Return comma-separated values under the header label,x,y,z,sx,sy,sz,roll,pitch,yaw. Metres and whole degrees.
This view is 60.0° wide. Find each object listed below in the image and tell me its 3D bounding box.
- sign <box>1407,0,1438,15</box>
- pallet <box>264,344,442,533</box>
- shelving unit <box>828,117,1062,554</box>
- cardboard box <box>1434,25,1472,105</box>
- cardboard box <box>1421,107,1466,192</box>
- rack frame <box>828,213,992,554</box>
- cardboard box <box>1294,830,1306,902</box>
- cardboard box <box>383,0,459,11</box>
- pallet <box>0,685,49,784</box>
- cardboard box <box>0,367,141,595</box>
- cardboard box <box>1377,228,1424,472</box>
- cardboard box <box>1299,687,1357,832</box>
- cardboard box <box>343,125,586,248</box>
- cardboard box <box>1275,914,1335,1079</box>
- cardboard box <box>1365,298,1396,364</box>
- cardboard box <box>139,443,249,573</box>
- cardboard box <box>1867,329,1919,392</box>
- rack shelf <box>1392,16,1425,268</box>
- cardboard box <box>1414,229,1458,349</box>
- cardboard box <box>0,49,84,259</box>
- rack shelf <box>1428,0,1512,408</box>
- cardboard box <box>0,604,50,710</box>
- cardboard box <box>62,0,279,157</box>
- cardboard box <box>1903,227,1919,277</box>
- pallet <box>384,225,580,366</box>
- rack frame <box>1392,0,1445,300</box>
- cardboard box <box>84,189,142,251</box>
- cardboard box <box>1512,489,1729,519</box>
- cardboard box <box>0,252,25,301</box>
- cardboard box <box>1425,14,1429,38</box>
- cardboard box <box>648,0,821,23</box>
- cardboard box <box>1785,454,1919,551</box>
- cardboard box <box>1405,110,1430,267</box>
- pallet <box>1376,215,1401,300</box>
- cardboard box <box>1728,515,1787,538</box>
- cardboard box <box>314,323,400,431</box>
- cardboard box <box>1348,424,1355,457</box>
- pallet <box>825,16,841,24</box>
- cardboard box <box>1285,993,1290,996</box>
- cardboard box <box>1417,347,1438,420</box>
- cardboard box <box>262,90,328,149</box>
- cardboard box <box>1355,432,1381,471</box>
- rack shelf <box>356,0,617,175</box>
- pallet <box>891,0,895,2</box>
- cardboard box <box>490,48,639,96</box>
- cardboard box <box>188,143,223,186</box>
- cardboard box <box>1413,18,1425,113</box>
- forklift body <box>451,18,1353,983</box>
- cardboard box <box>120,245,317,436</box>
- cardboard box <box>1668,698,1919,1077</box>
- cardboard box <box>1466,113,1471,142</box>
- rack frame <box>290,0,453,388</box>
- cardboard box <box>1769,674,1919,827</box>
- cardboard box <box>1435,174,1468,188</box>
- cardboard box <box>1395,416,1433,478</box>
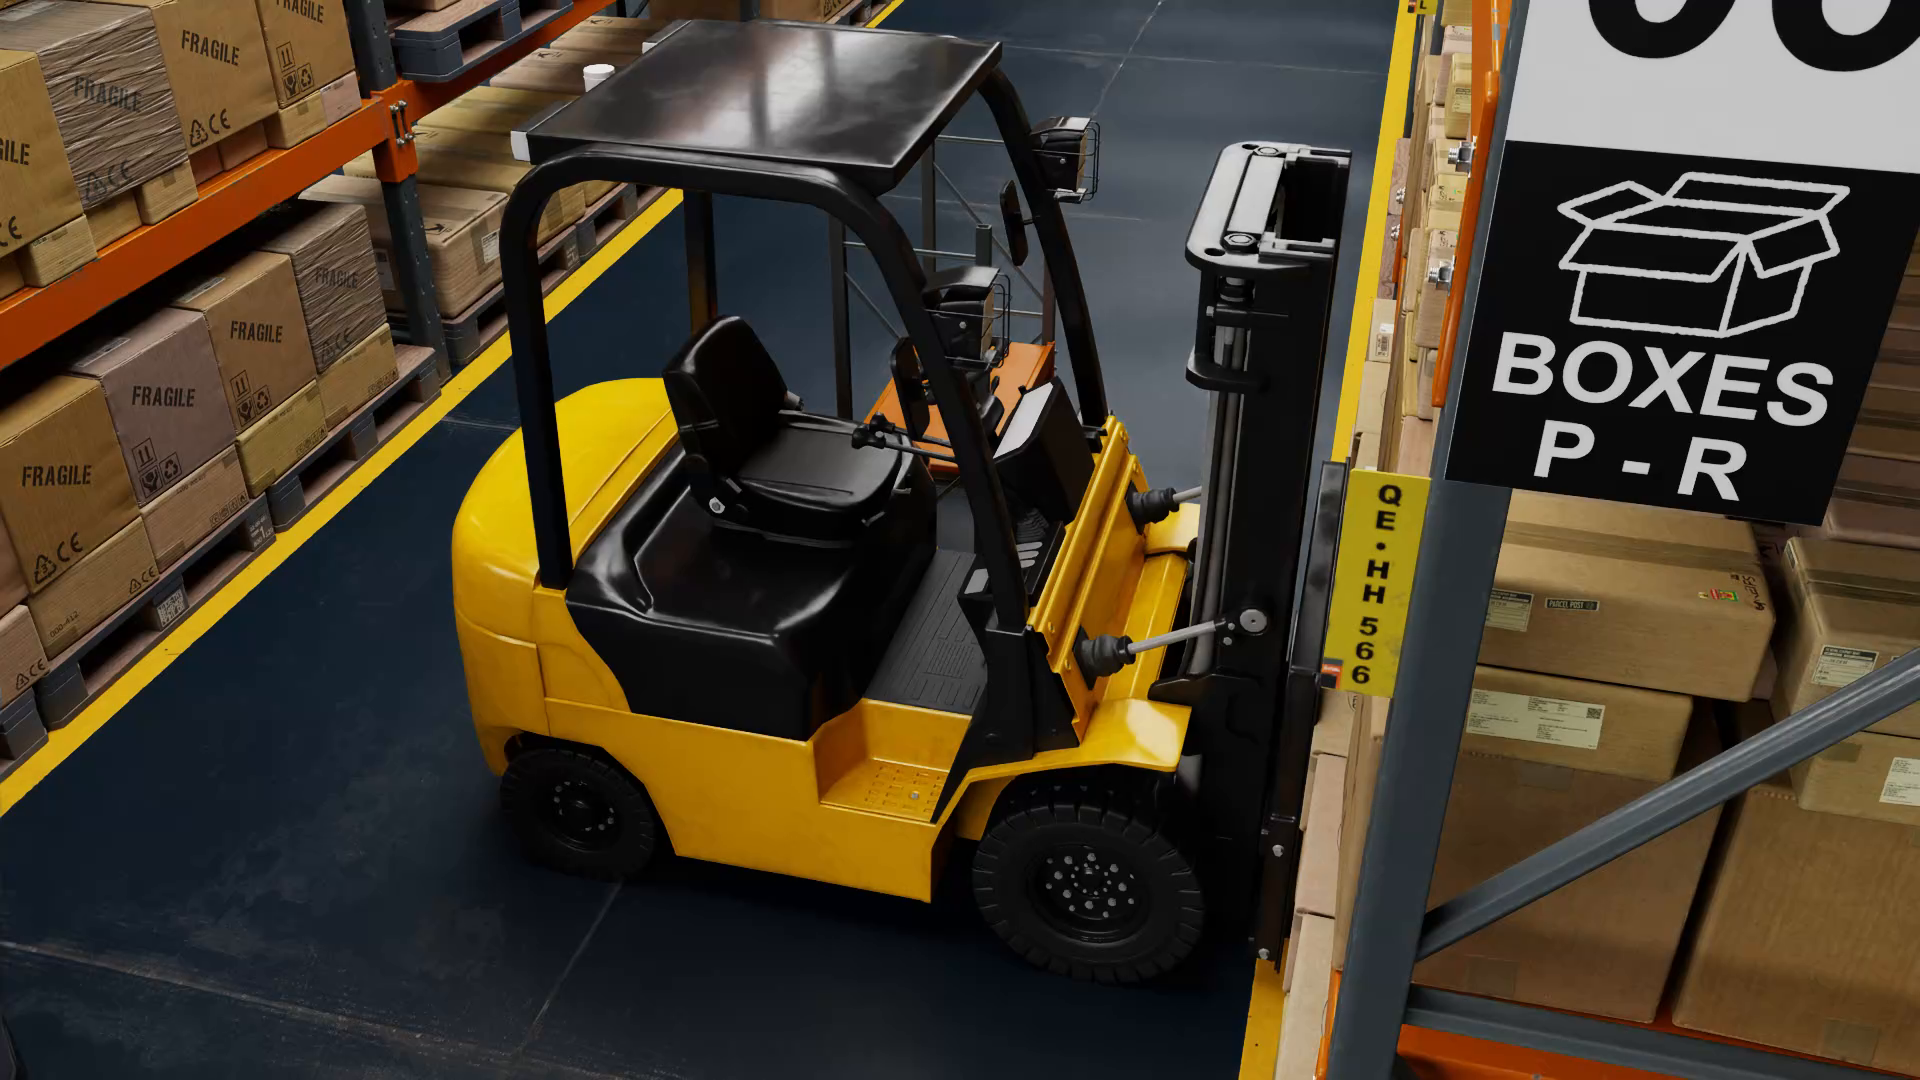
label,x,y,z,sx,sy,sz,roll,pitch,yaw
sign,1.524,-1.871,5.391,0.100,0.325,0.005,8,33,12
pallet,-2.887,-0.490,6.825,1.003,0.211,1.213,8,33,12
shelving unit,-0.019,-0.593,5.785,0.587,1.500,1.083,8,33,12
cardboard box,1.484,-1.262,4.464,0.380,0.149,0.250,9,33,13
cardboard box,1.410,-1.006,4.338,0.380,0.149,0.250,8,33,12
rack frame,-0.151,-0.325,5.363,0.500,1.500,0.032,8,33,12
cardboard box,1.106,0.676,4.096,0.500,0.250,0.500,7,33,11
cardboard box,-2.305,-2.336,6.971,0.380,0.149,0.250,8,33,13
pallet,-3.506,0.776,4.833,1.003,0.211,1.213,8,33,12
cardboard box,-3.025,-0.203,5.245,0.500,0.500,0.500,9,33,13
cardboard box,1.294,-0.401,3.991,0.500,0.500,0.500,8,33,13
cardboard box,1.094,0.480,3.939,0.500,0.250,0.500,8,33,13
cardboard box,-2.441,-1.735,8.241,0.950,0.372,0.625,10,34,15
cardboard box,0.851,1.009,3.107,0.500,0.250,0.500,9,34,14
cardboard box,1.625,-0.577,5.602,0.500,0.250,0.500,8,33,12
cardboard box,-2.900,-0.153,5.866,0.500,0.250,0.500,9,33,13
cardboard box,1.558,-0.254,2.879,0.380,0.149,0.250,8,33,13
rack shelf,2.559,-2.081,7.398,1.077,0.370,4.000,8,33,12
cardboard box,1.090,-0.468,3.215,0.380,0.149,0.250,9,33,14
cardboard box,-3.000,-1.119,4.844,0.500,0.500,0.500,7,33,11
rack shelf,1.544,-1.271,3.328,1.077,0.370,4.000,8,33,12
cardboard box,-3.157,0.393,5.007,0.500,0.250,0.500,9,34,14
cardboard box,-2.747,-1.656,5.688,0.500,0.500,0.500,9,34,14
cardboard box,1.762,-0.517,3.292,0.380,0.149,0.250,7,33,11
pallet,-2.555,-1.248,8.016,1.003,0.211,1.213,8,33,12
rack frame,2.051,-1.347,5.572,1.000,3.000,0.127,8,33,12
cardboard box,-2.886,-1.050,5.340,0.380,0.149,0.250,7,33,12
cardboard box,0.956,-0.059,2.572,0.380,0.149,0.250,8,33,12
cardboard box,-3.037,-0.789,4.929,0.380,0.149,0.250,7,33,11
cardboard box,2.052,-2.052,6.356,0.500,0.250,0.500,7,33,11
cardboard box,-1.480,-3.724,10.901,0.875,0.875,0.875,8,33,12
cardboard box,1.456,0.013,2.459,0.380,0.149,0.250,9,34,14
cardboard box,1.570,-0.922,4.811,0.500,0.500,0.500,9,33,13
pallet,2.508,-1.193,7.929,1.003,0.211,1.213,8,33,12
cardboard box,1.445,0.005,2.749,0.380,0.149,0.250,7,33,12
cardboard box,-2.641,-0.694,6.717,0.500,0.250,0.500,10,34,15
cardboard box,1.608,-0.158,5.874,0.500,0.250,0.500,8,33,13
pallet,-1.463,-3.318,11.273,1.003,0.211,1.213,8,33,12
cardboard box,0.985,1.169,3.787,0.500,0.250,0.500,8,33,12
cardboard box,1.110,-0.340,3.291,0.380,0.149,0.250,7,33,11
cardboard box,-2.594,-1.576,6.167,0.380,0.149,0.250,9,33,13
cardboard box,1.370,-0.054,4.778,0.500,0.250,0.500,9,34,14
rack shelf,-2.243,-2.755,8.458,1.077,0.370,4.000,8,33,12
pallet,-0.844,-4.585,13.265,1.003,0.211,1.213,8,33,12
cardboard box,-2.068,-2.489,9.427,0.950,0.372,0.625,7,33,11
cardboard box,-2.813,-1.324,5.771,0.380,0.149,0.250,8,33,12
cardboard box,2.048,-1.842,6.492,0.500,0.250,0.500,8,33,12
forklift body,-0.247,-0.145,4.474,2.313,2.155,1.214,8,33,12
cardboard box,-2.769,-0.746,6.100,0.500,0.500,0.500,9,33,13
cardboard box,1.430,0.468,2.625,0.500,0.500,0.500,9,34,14
cardboard box,1.433,-0.984,4.027,0.380,0.149,0.250,8,33,12
rack frame,-2.751,-2.021,6.632,1.000,3.000,0.127,8,33,12
cardboard box,1.373,0.272,2.328,0.380,0.149,0.250,7,33,11
cardboard box,1.304,-0.733,3.910,0.380,0.149,0.250,7,33,11
cardboard box,1.048,0.128,3.160,0.500,0.500,0.500,9,34,14
